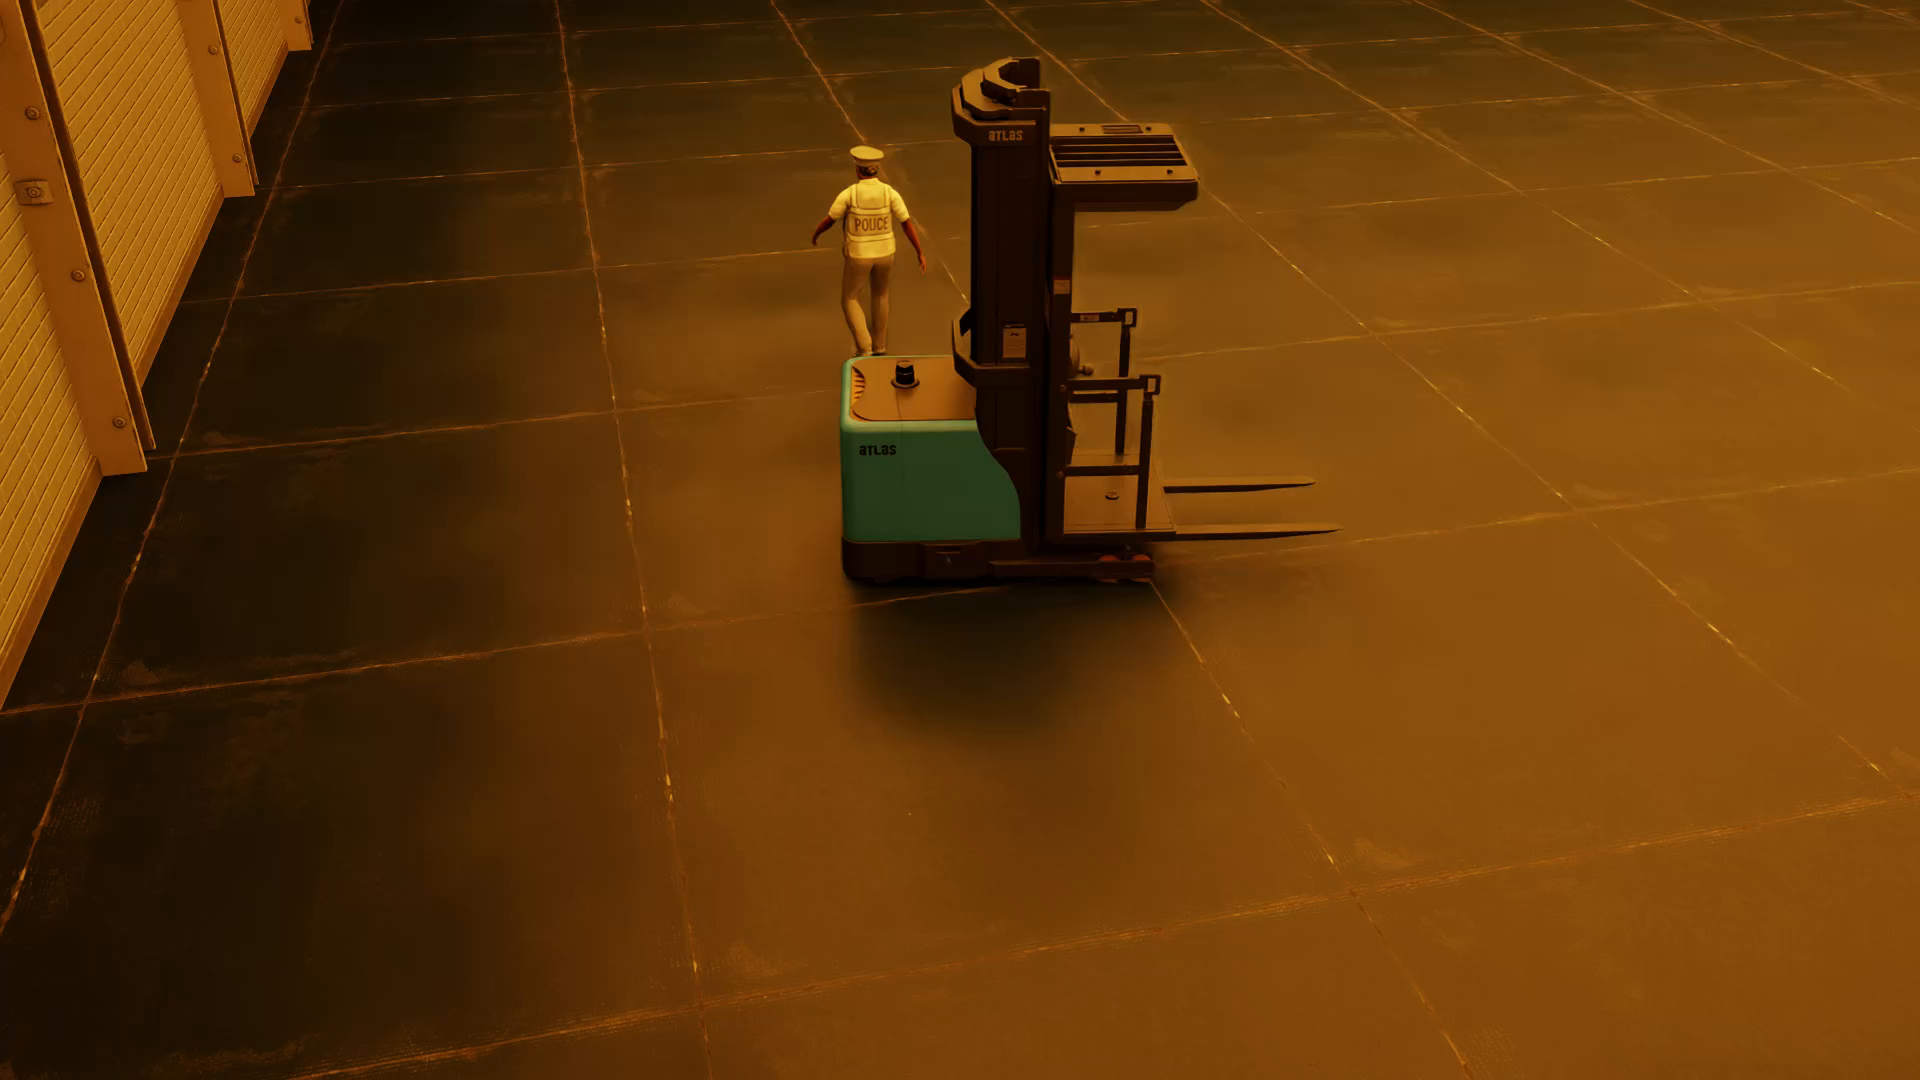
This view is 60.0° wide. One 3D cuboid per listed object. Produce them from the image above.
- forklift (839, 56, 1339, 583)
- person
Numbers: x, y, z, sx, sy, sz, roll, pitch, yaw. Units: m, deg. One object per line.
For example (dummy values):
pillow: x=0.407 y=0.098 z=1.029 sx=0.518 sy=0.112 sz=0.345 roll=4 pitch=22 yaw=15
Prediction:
forklift: x=0.788 y=-1.273 z=9.773 sx=3.031 sy=2.935 sz=1.130 roll=-1 pitch=30 yaw=-2
person: x=-0.676 y=-2.145 z=12.576 sx=0.779 sy=1.646 sz=0.648 roll=-9 pitch=31 yaw=-15
